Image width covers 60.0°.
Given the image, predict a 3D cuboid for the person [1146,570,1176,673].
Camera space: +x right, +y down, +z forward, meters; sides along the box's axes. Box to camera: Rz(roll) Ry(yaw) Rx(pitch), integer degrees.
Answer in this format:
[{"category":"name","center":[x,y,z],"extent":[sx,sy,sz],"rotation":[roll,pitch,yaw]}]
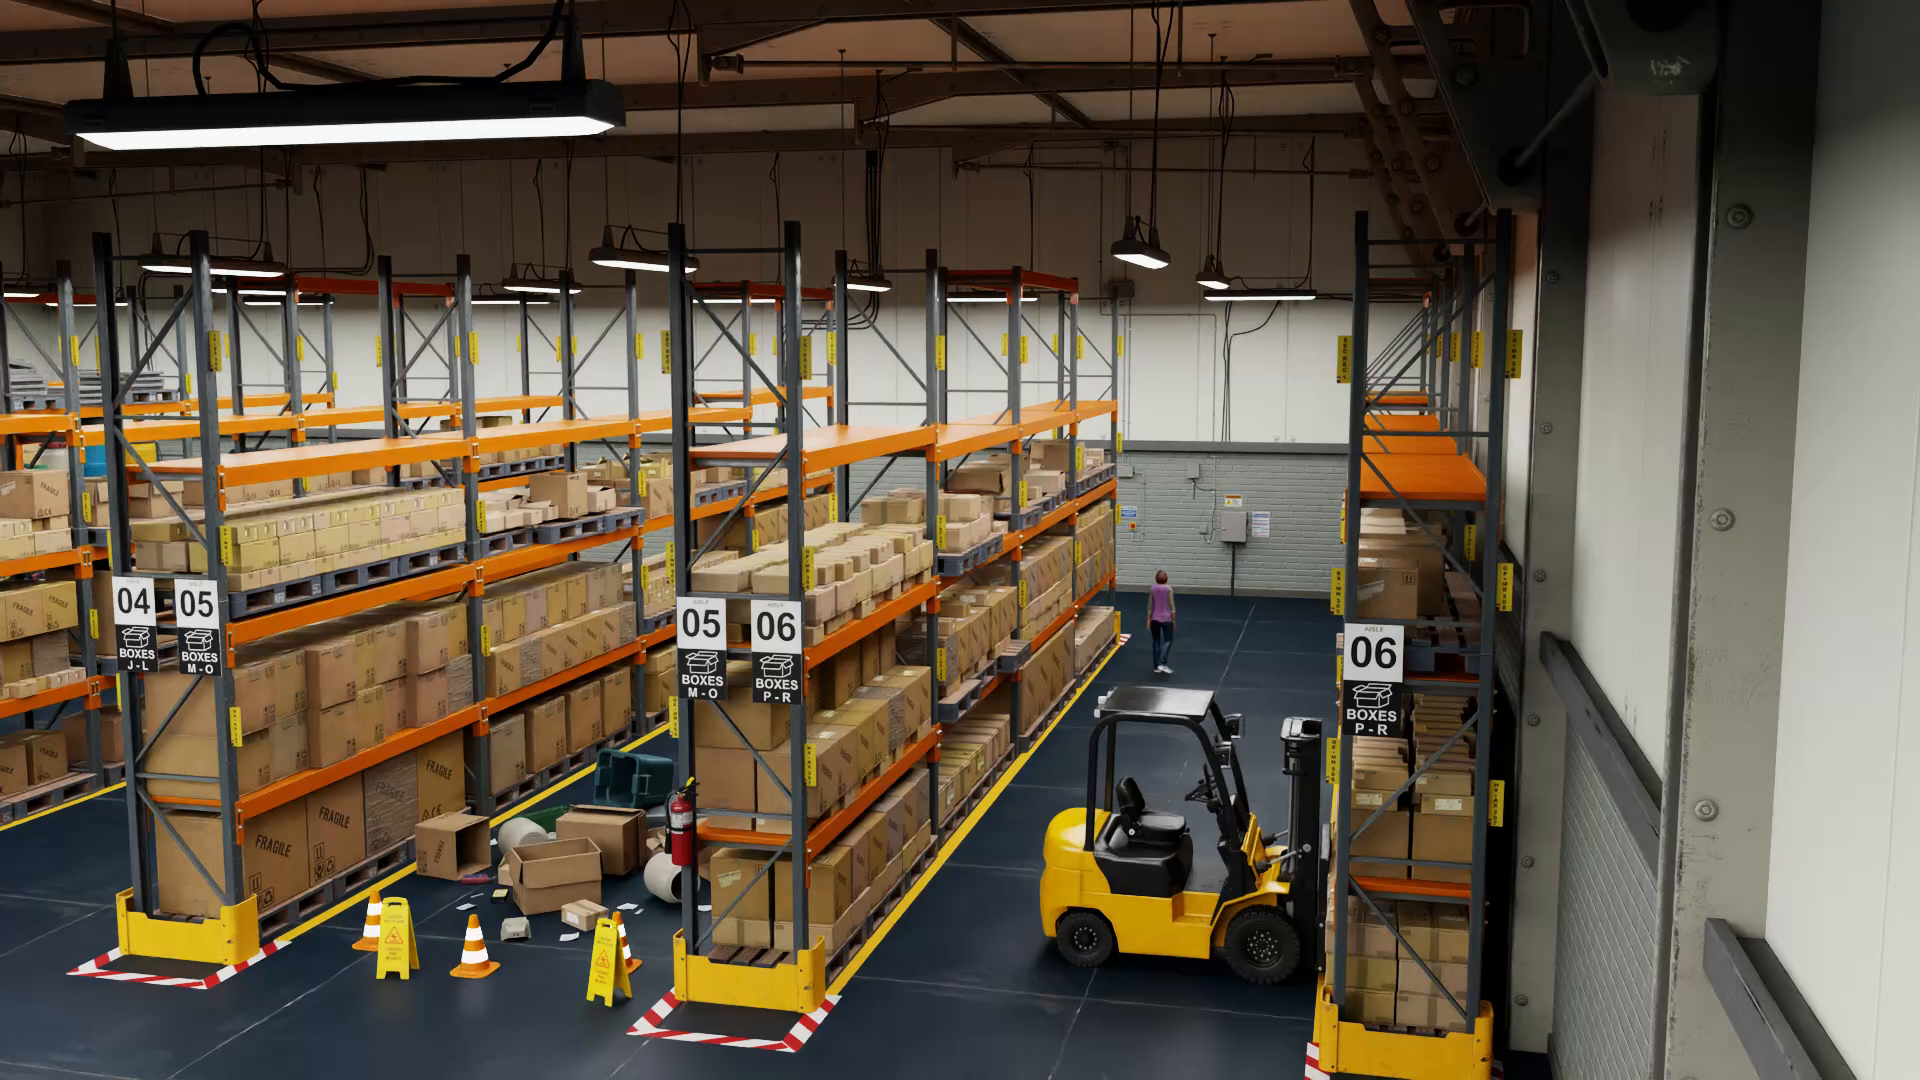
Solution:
[{"category":"person","center":[3.083,1.262,25.582],"extent":[0.448,1.598,0.455],"rotation":[3,7,21]}]
